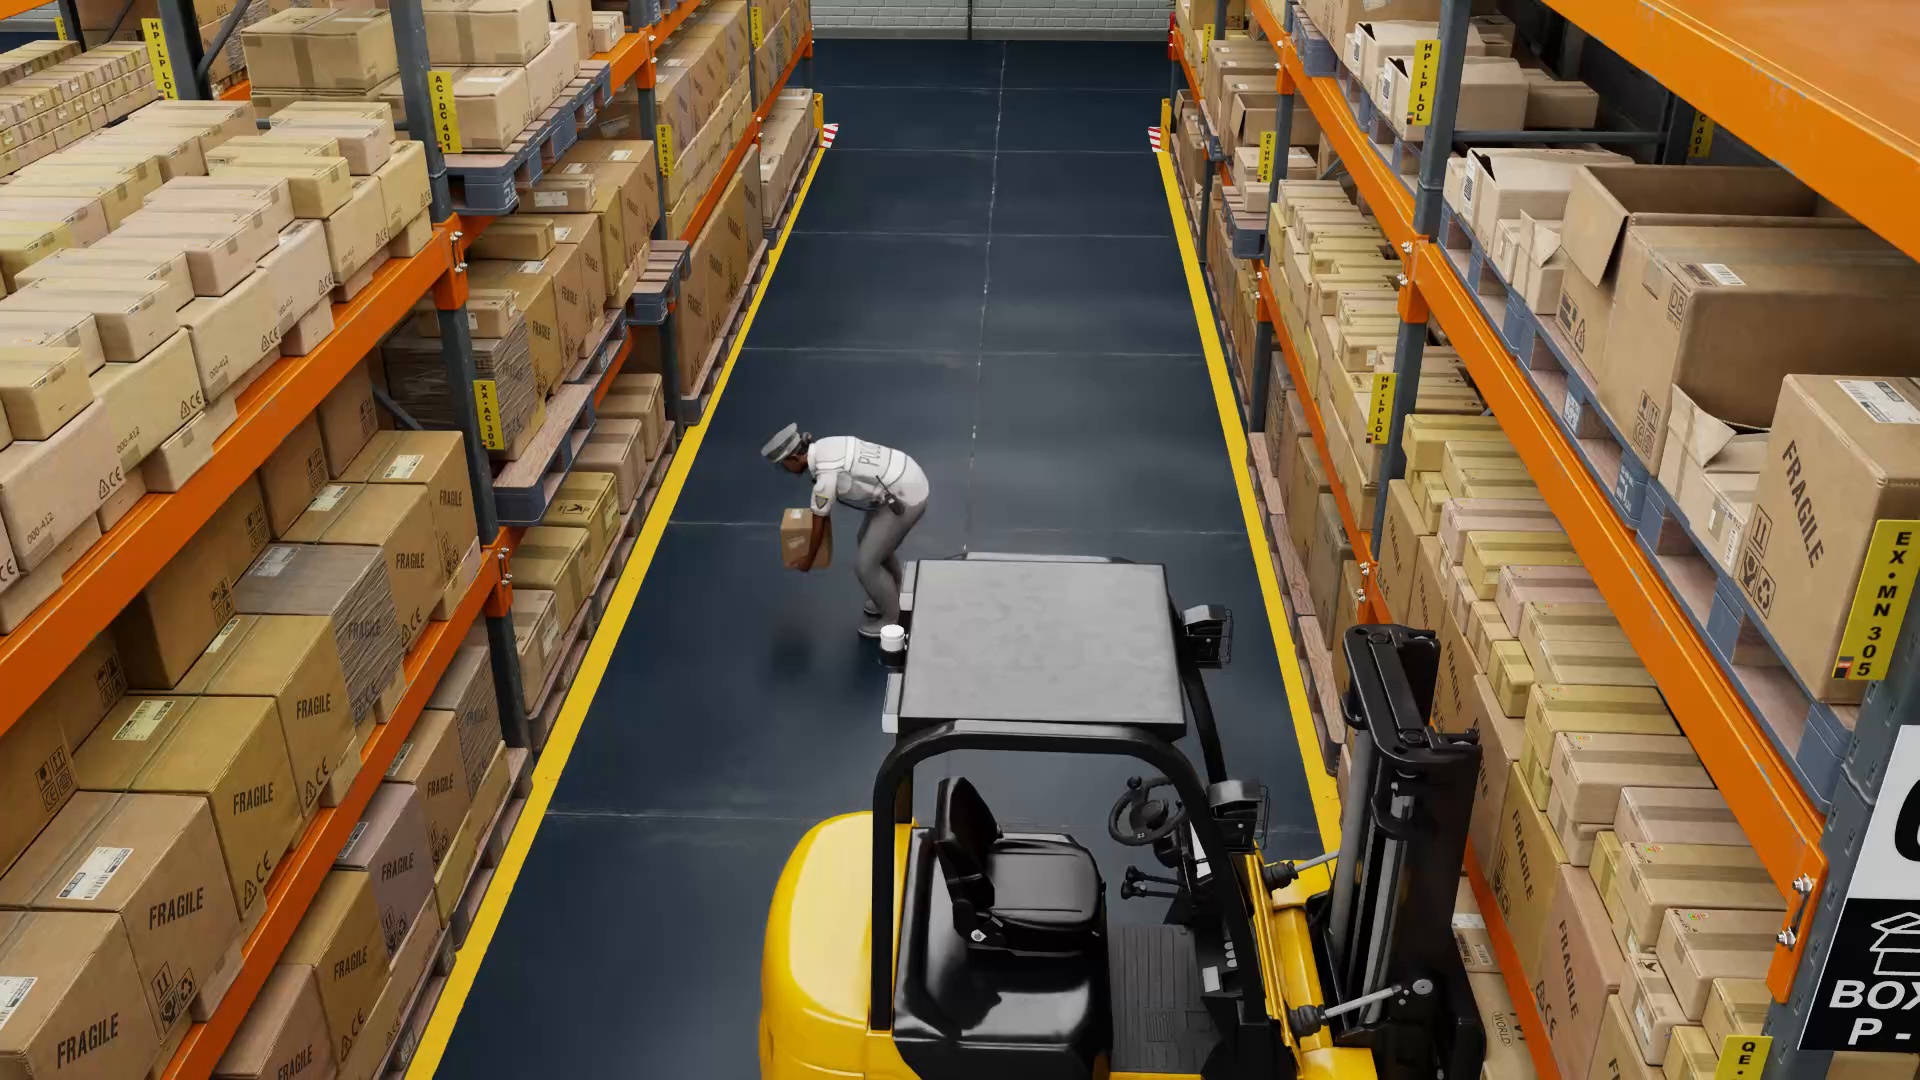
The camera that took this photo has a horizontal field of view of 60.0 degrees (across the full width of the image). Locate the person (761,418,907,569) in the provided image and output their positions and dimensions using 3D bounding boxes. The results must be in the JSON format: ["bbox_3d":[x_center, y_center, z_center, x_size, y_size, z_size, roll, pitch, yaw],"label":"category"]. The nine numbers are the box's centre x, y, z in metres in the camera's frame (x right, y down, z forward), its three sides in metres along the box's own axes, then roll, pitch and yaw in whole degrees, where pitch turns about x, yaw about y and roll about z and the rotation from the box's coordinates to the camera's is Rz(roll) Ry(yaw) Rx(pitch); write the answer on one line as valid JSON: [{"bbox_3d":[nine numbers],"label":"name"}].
[{"bbox_3d":[-0.682,-0.267,9.117,0.784,0.840,0.380,0,28,0],"label":"person"}]
